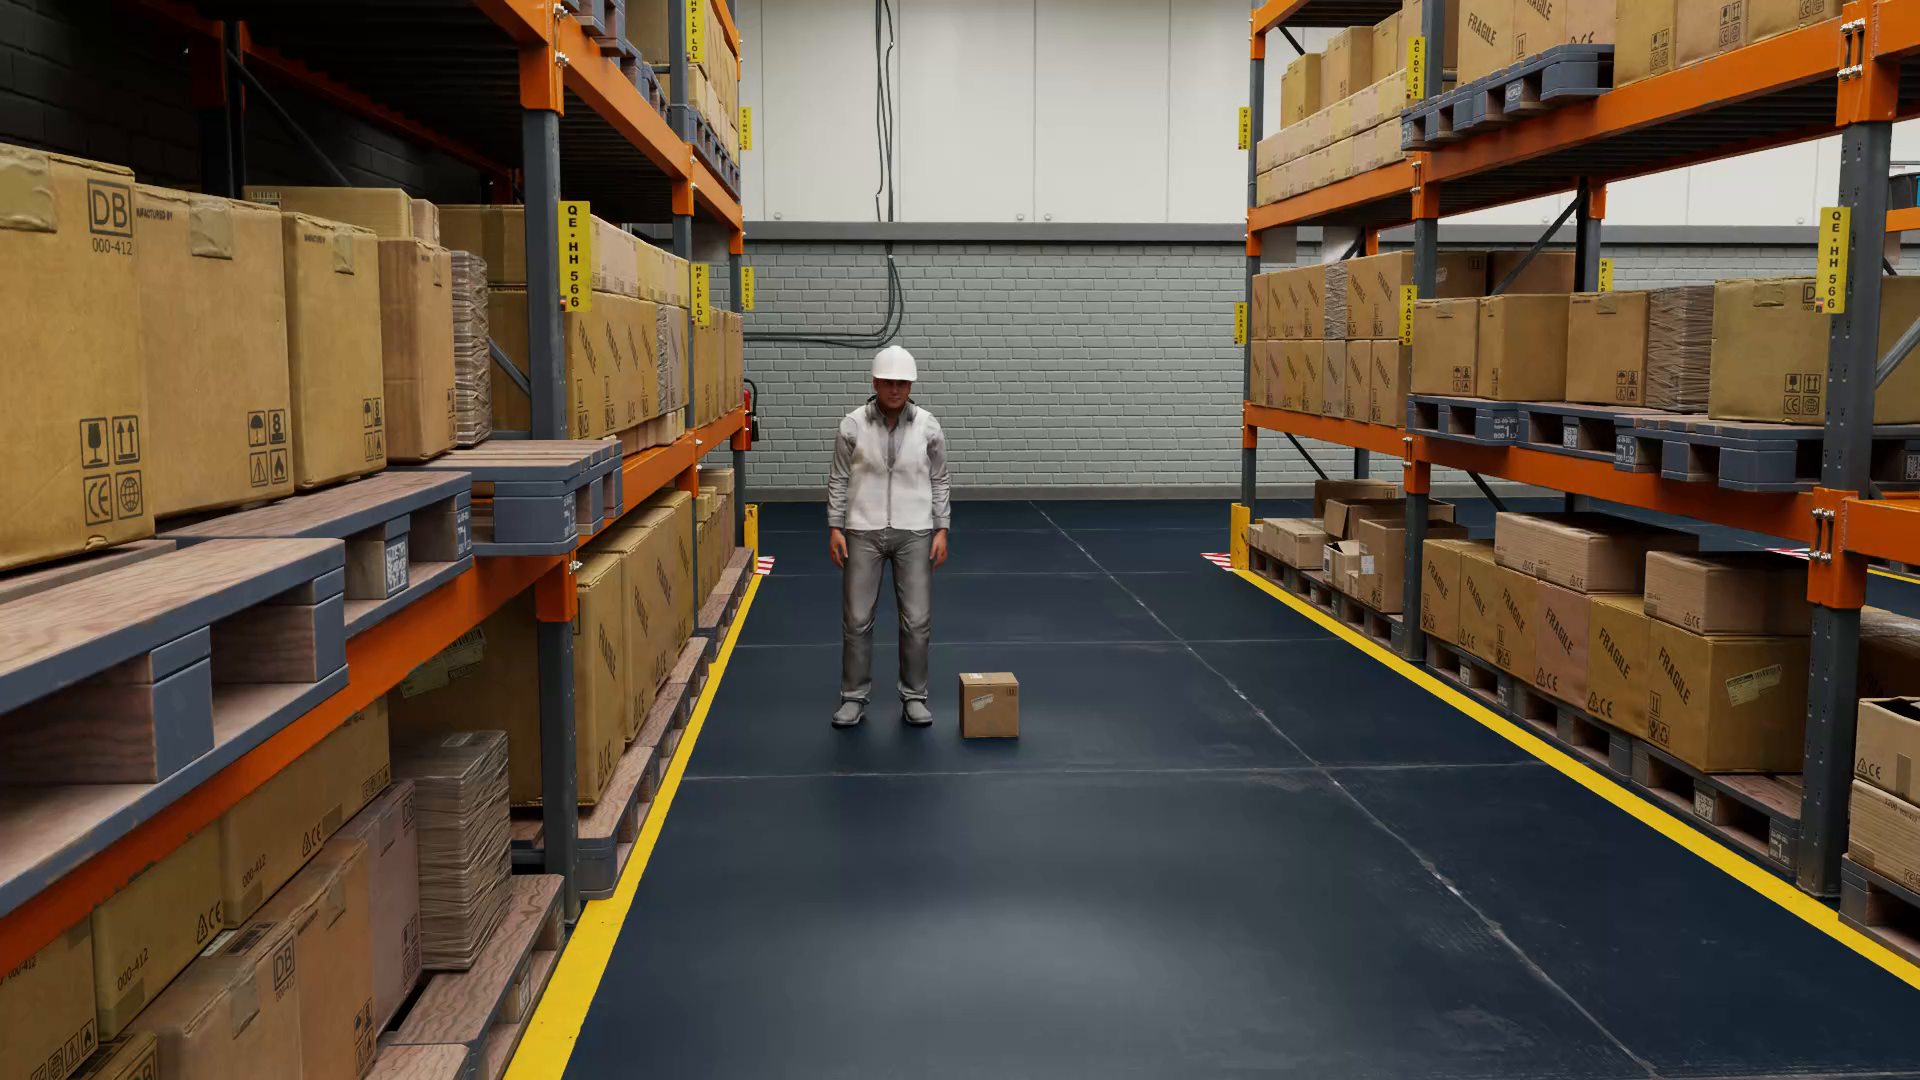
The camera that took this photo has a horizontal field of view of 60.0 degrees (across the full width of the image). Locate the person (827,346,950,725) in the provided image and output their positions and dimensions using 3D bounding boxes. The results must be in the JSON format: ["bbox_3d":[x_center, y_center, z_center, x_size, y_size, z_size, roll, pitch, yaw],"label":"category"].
[{"bbox_3d":[-0.334,-0.023,7.827,0.581,1.771,0.461,-1,7,-5],"label":"person"}]
